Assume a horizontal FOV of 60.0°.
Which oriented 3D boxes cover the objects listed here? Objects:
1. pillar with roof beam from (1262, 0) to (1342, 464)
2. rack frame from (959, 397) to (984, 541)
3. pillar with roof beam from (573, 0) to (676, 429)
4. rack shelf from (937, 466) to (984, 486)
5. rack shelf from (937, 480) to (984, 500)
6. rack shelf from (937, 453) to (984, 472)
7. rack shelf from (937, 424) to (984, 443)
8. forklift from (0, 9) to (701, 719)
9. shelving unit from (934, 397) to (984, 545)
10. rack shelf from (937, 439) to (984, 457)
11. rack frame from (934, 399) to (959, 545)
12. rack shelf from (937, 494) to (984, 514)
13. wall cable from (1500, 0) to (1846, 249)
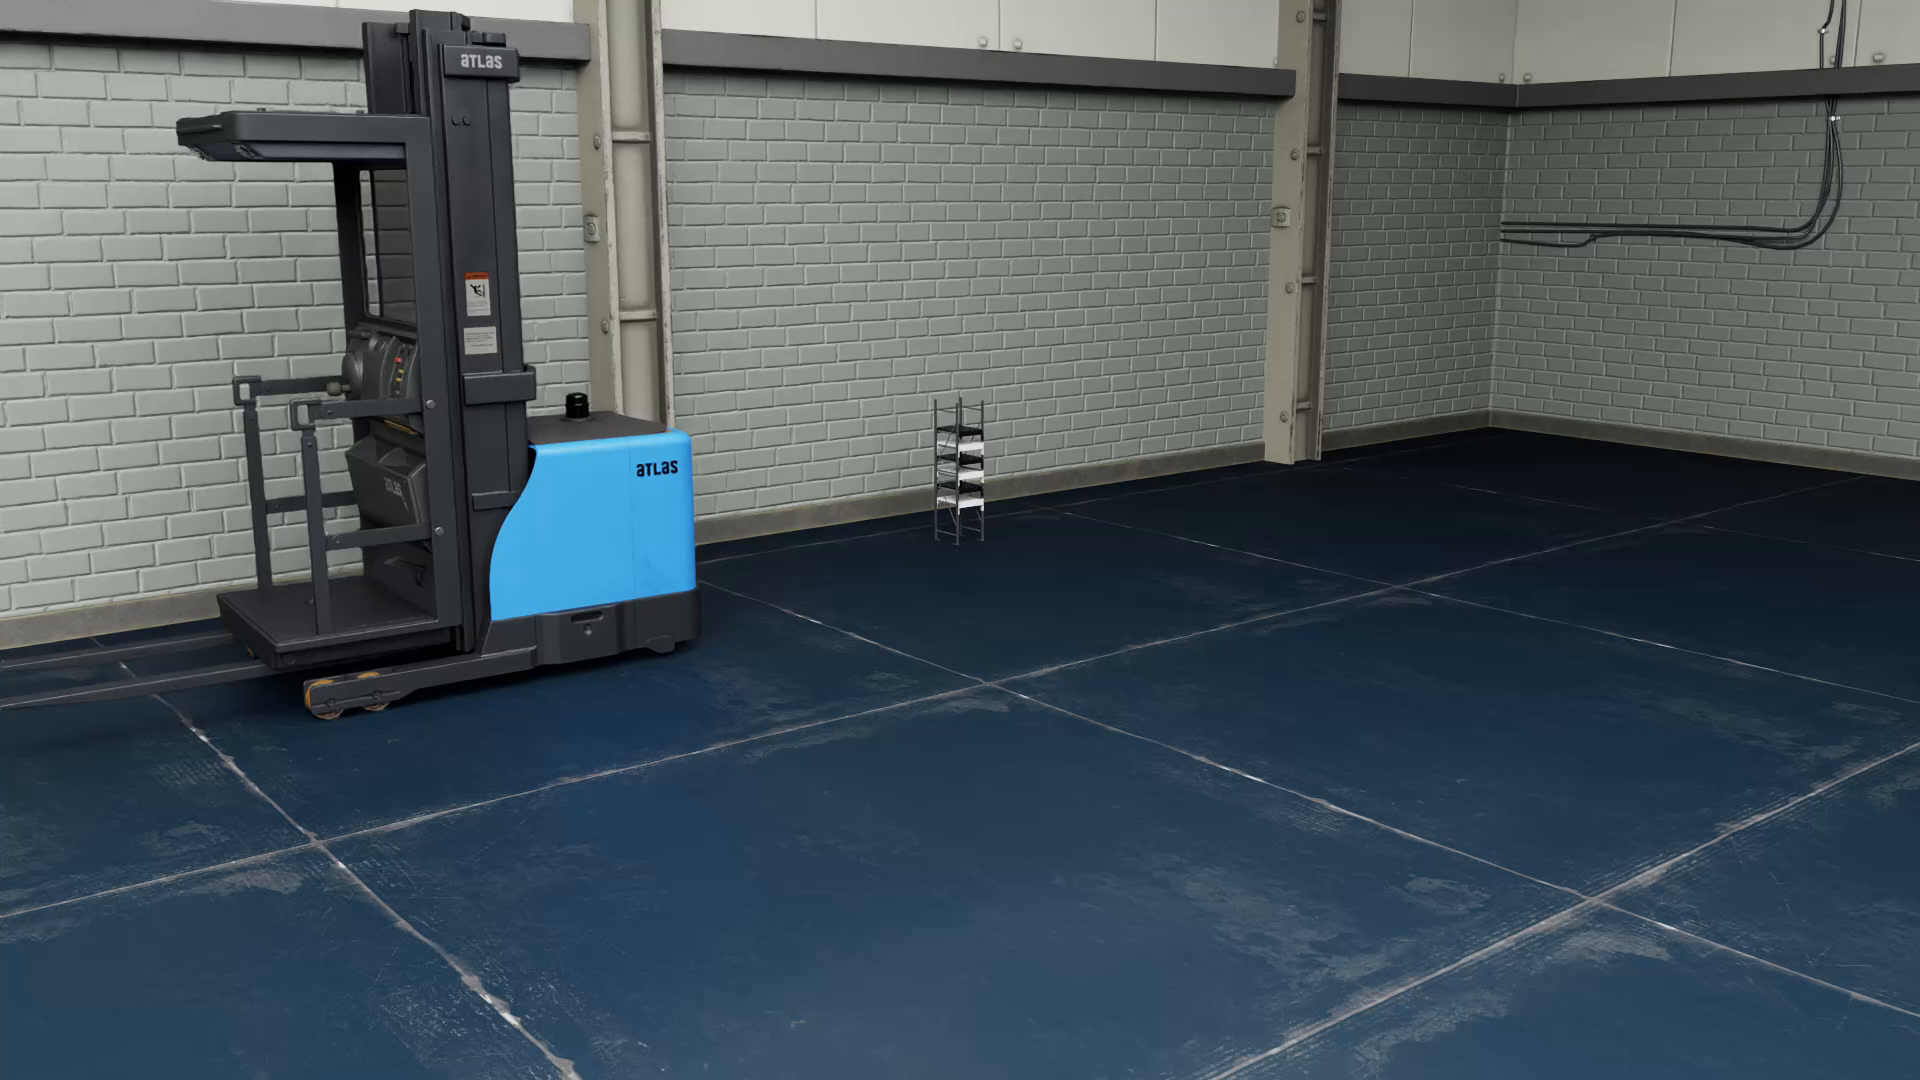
[{"bbox_3d":[5.430,-4.368,9.534,0.400,9.000,9.100,-9,15,-38],"label":"pillar with roof beam"},{"bbox_3d":[0.073,-0.452,10.592,0.006,0.900,0.240,-9,15,-38],"label":"rack frame"},{"bbox_3d":[0.745,-3.589,5.867,0.400,9.000,9.100,-9,15,-38],"label":"pillar with roof beam"},{"bbox_3d":[-0.006,-0.407,10.537,0.200,0.077,0.258,-9,15,-38],"label":"rack shelf"},{"bbox_3d":[-0.006,-0.318,10.556,0.200,0.077,0.258,-9,15,-38],"label":"rack shelf"},{"bbox_3d":[-0.006,-0.495,10.519,0.200,0.077,0.258,-9,15,-38],"label":"rack shelf"},{"bbox_3d":[-0.006,-0.671,10.481,0.200,0.077,0.258,-9,15,-38],"label":"rack shelf"},{"bbox_3d":[-2.755,-0.799,7.333,3.031,2.935,1.130,-8,15,-35],"label":"forklift"},{"bbox_3d":[-0.006,-0.439,10.530,0.210,0.900,0.258,-9,15,-38],"label":"shelving unit"},{"bbox_3d":[-0.006,-0.583,10.500,0.200,0.077,0.258,-9,15,-38],"label":"rack shelf"},{"bbox_3d":[-0.086,-0.426,10.468,0.006,0.900,0.240,-9,15,-38],"label":"rack frame"},{"bbox_3d":[-0.006,-0.230,10.575,0.200,0.077,0.258,-9,15,-38],"label":"rack shelf"},{"bbox_3d":[5.867,-3.715,13.935,0.112,2.526,3.097,-9,15,-38],"label":"wall cable"}]
